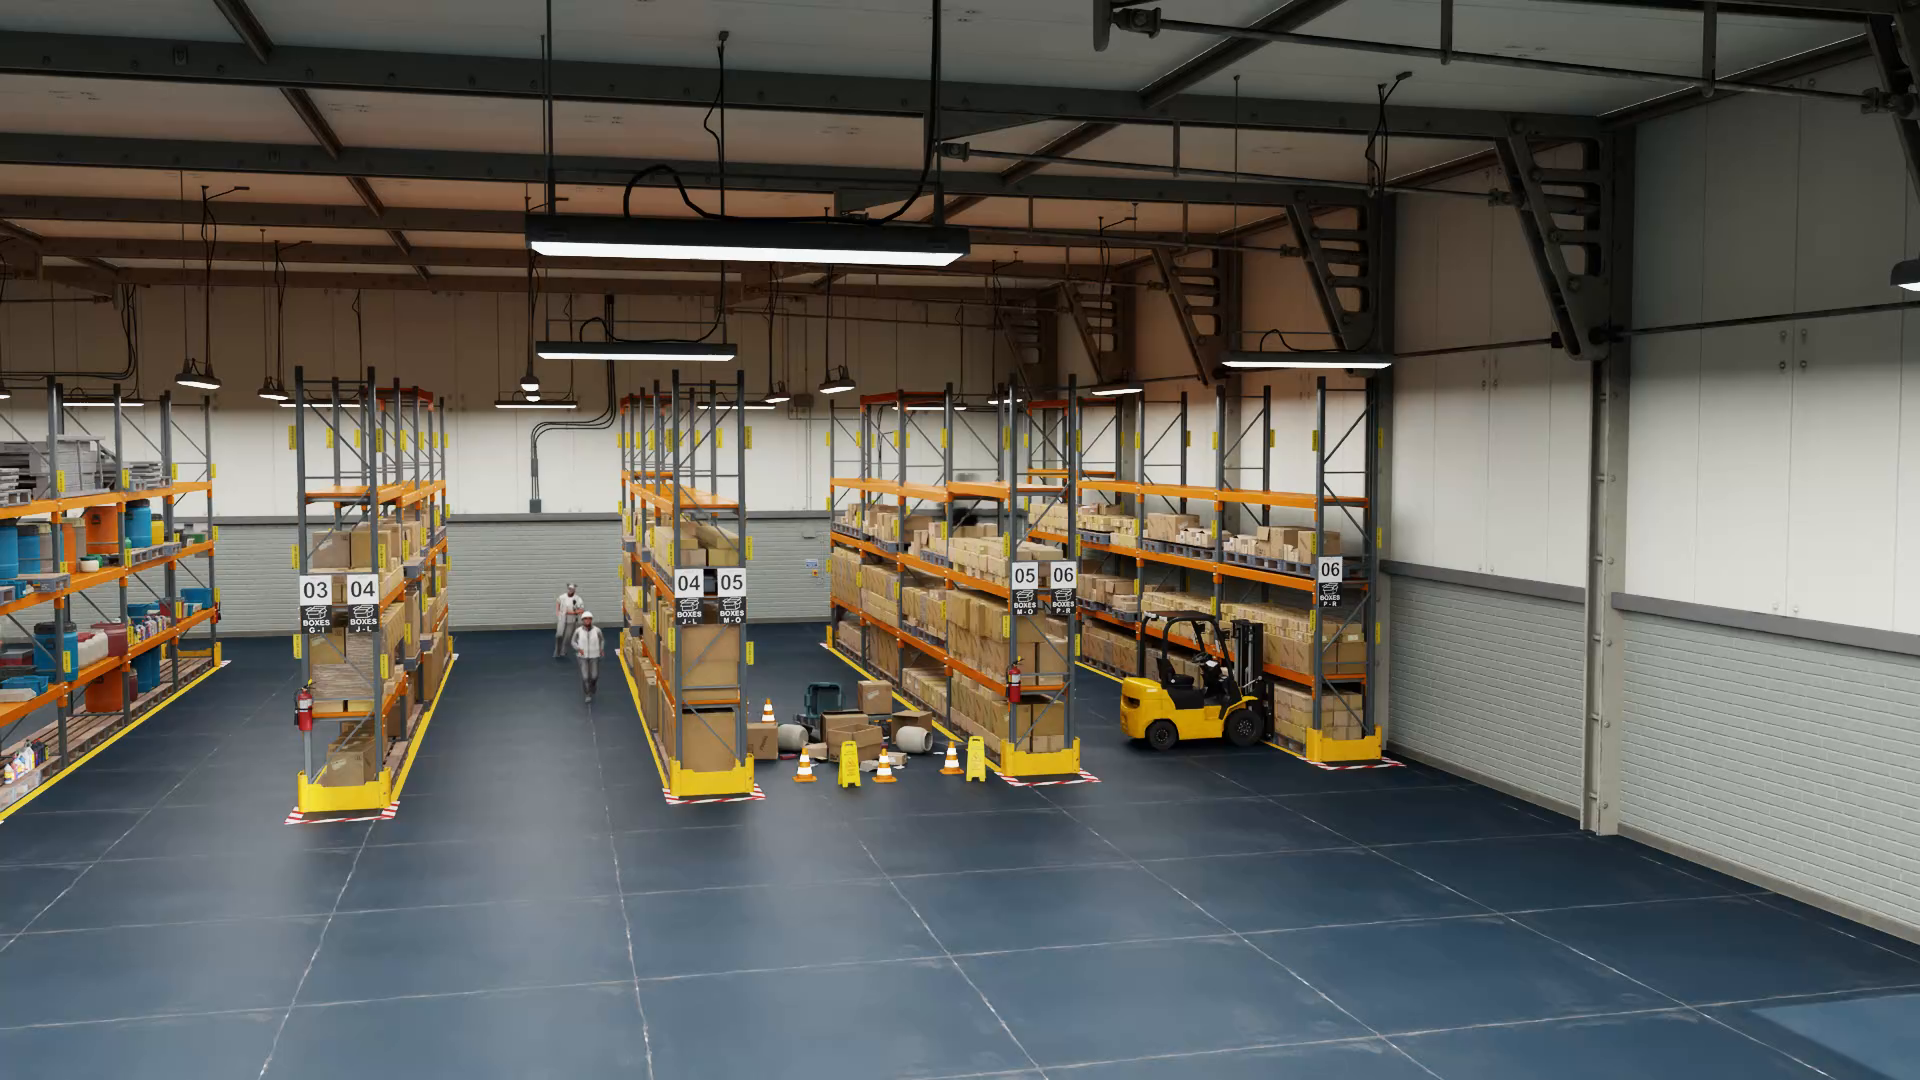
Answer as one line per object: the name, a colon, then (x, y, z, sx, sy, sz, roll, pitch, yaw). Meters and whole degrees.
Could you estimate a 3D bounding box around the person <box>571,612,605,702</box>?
person: (-7.141, 2.240, 31.961, 0.660, 1.729, 0.580, -1, 4, -16)

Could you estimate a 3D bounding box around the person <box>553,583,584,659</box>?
person: (-9.006, 1.855, 38.215, 0.711, 1.765, 0.683, 0, 3, -7)

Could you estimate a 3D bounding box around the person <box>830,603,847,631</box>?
person: (-2.986, 1.695, 41.700, 0.591, 1.665, 0.708, 1, 3, 13)
